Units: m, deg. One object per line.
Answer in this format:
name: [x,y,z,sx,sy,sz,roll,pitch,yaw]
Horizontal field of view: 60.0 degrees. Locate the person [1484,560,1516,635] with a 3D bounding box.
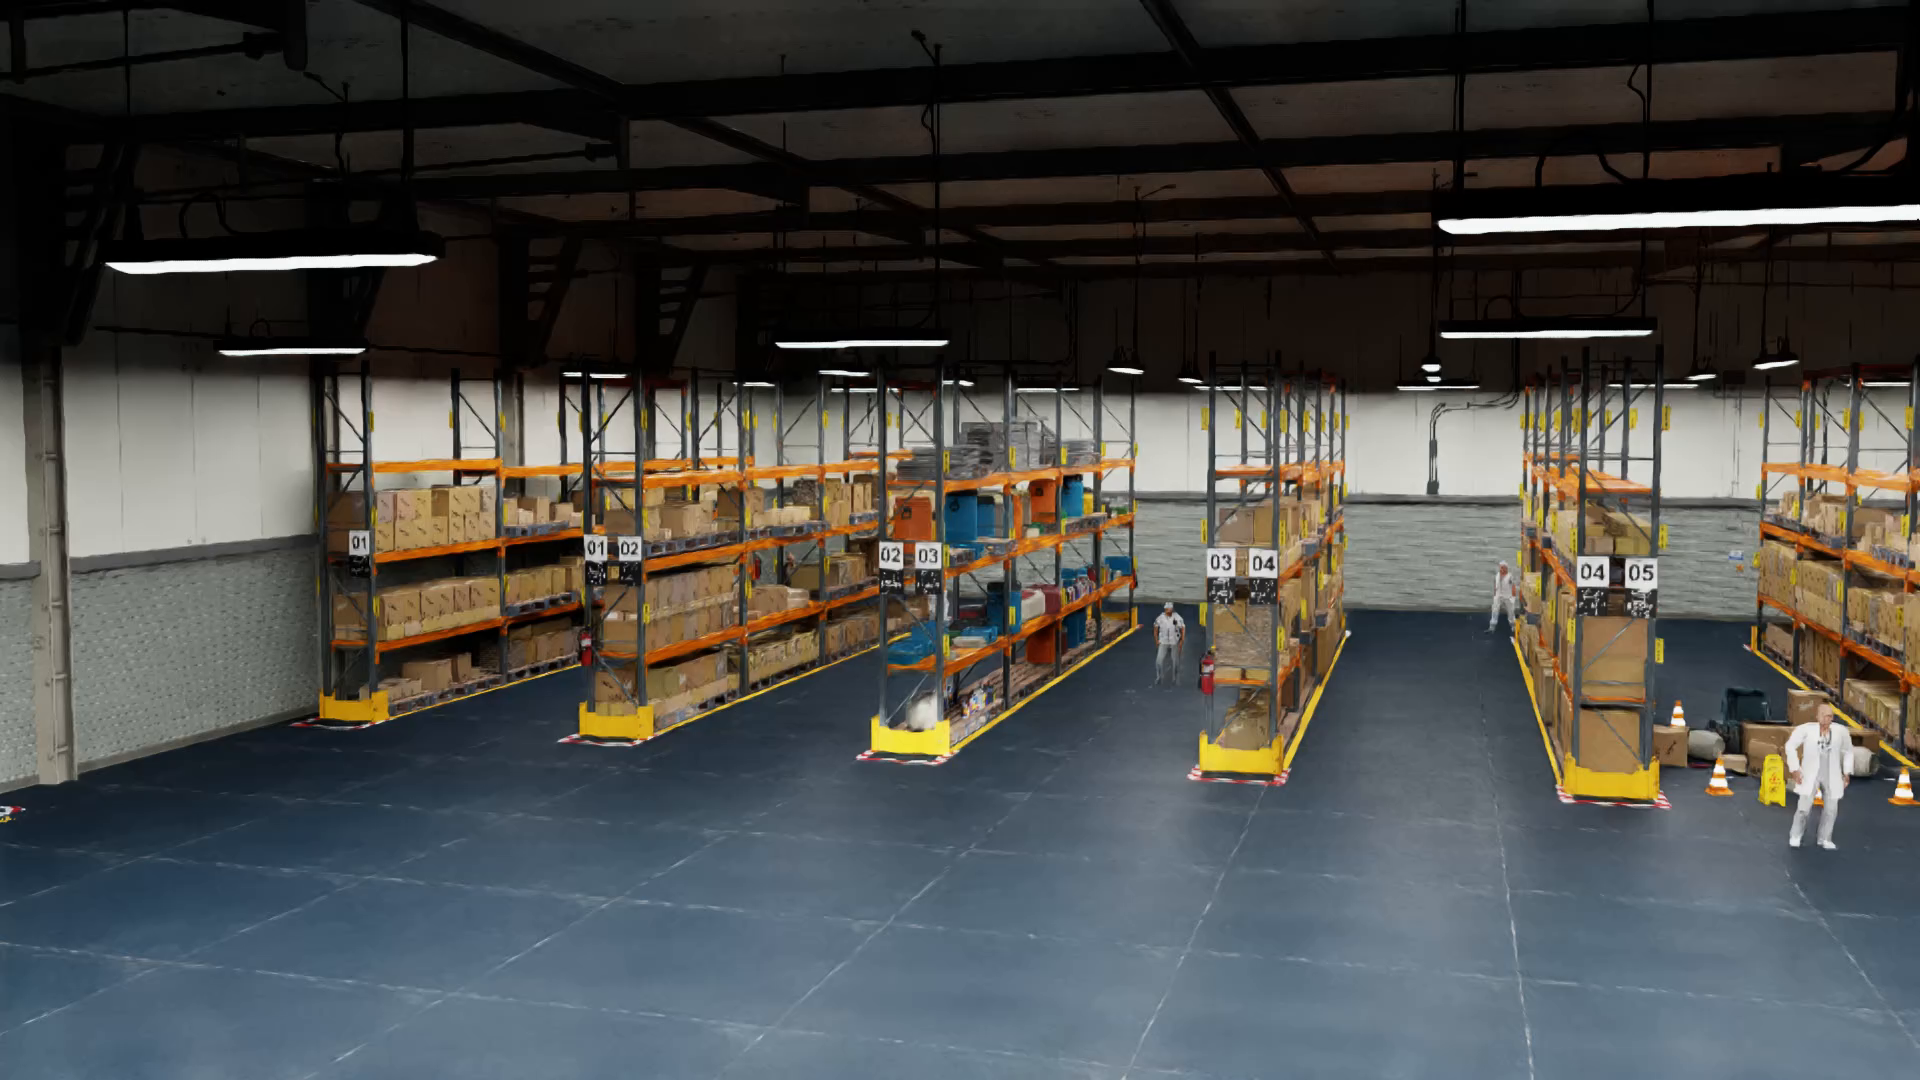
person: [12.737,1.345,39.004,0.591,1.745,0.942,4,6,43]

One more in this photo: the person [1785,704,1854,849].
person: [10.041,2.753,19.447,0.729,1.733,0.546,1,4,15]

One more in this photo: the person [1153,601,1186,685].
person: [3.965,1.954,31.539,0.625,1.611,0.582,1,4,15]

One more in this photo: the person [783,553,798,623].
person: [-4.174,1.187,41.302,0.600,1.725,1.111,1,4,15]

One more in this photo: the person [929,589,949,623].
person: [-0.472,1.585,36.414,0.502,1.618,0.988,1,4,15]
